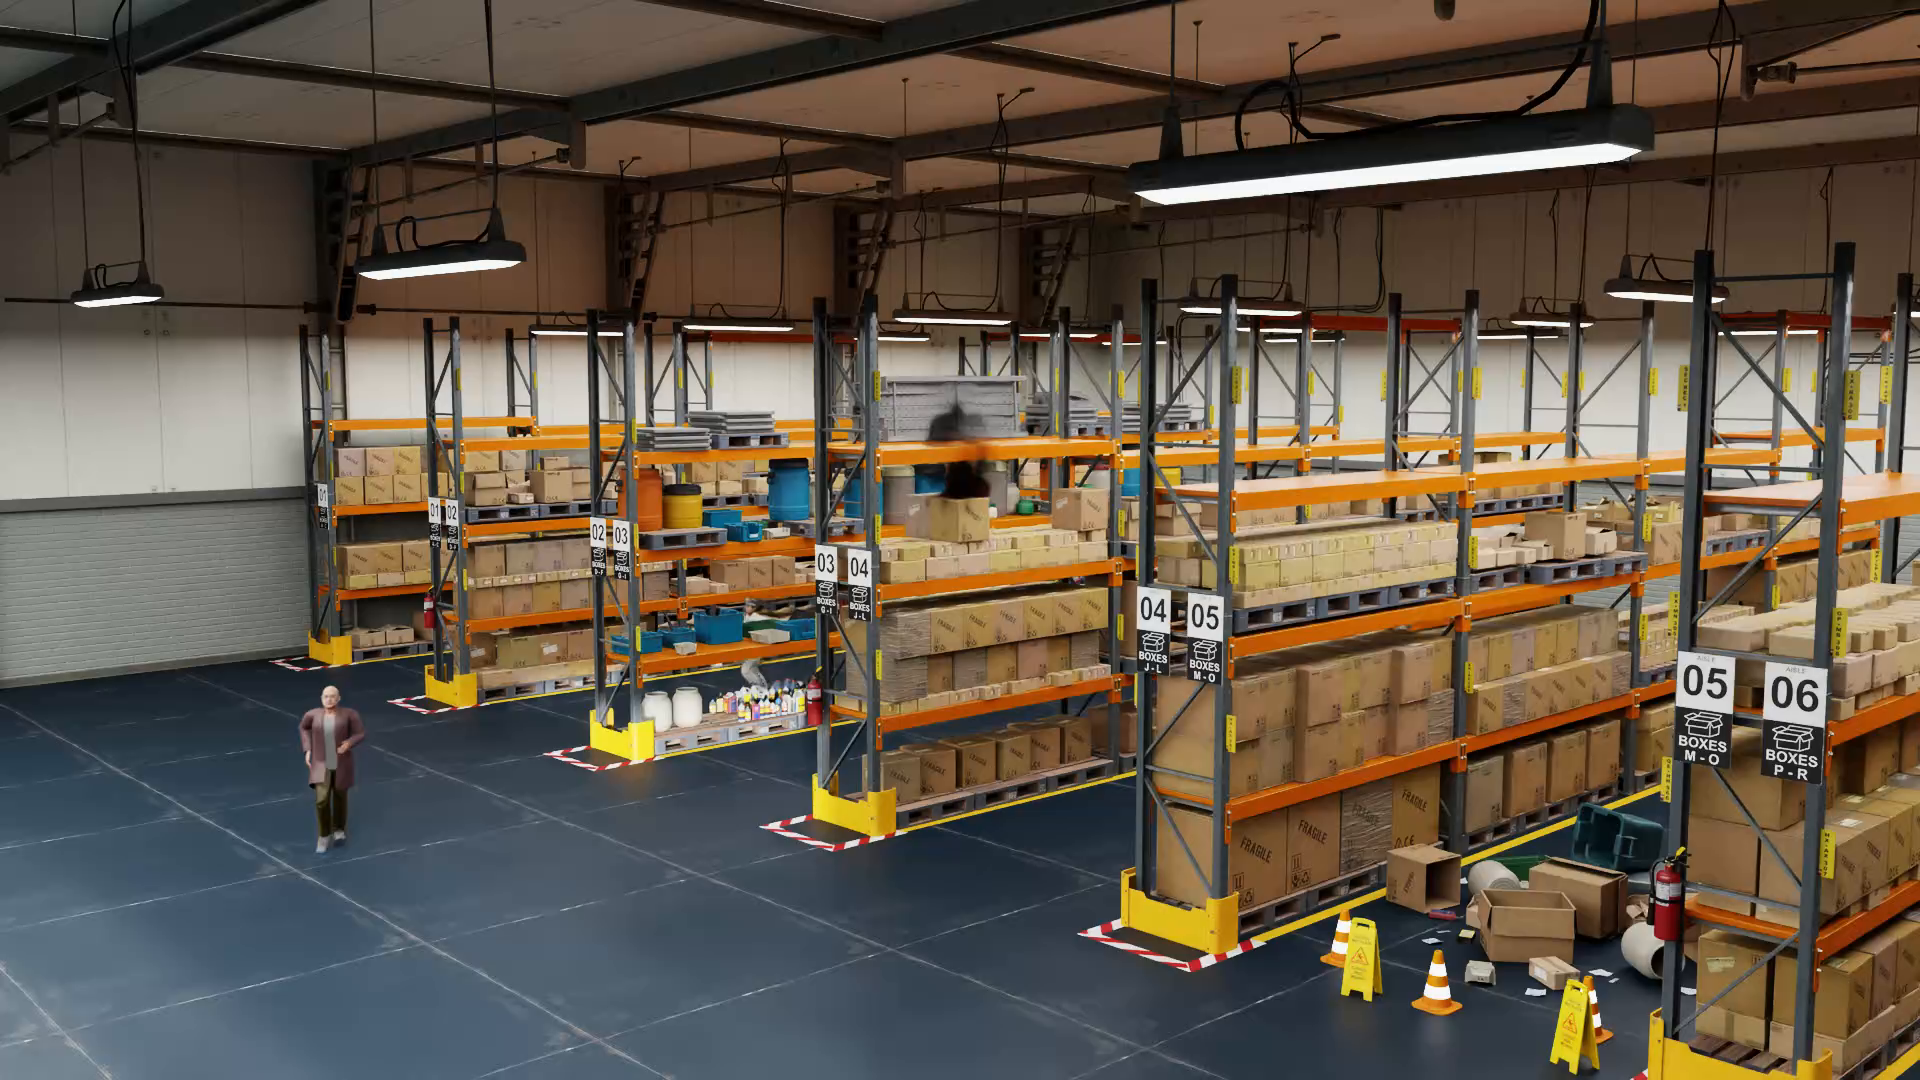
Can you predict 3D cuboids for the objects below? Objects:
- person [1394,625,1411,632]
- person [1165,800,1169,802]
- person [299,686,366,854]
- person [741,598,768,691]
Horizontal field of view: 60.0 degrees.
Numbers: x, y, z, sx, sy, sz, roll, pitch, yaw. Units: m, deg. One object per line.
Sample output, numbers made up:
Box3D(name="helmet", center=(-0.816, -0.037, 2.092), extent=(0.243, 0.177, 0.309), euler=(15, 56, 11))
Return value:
Box3D(name="person", center=(6.128, 1.967, 23.167), extent=(0.574, 1.721, 0.883), euler=(5, 8, 40))
Box3D(name="person", center=(2.547, 2.367, 18.931), extent=(0.677, 1.778, 0.828), euler=(5, 7, 39))
Box3D(name="person", center=(-6.797, 2.482, 18.027), extent=(0.685, 1.823, 0.808), euler=(-2, 6, -18))
Box3D(name="person", center=(-3.223, 1.719, 25.850), extent=(0.739, 1.671, 0.578), euler=(-5, 8, -41))
